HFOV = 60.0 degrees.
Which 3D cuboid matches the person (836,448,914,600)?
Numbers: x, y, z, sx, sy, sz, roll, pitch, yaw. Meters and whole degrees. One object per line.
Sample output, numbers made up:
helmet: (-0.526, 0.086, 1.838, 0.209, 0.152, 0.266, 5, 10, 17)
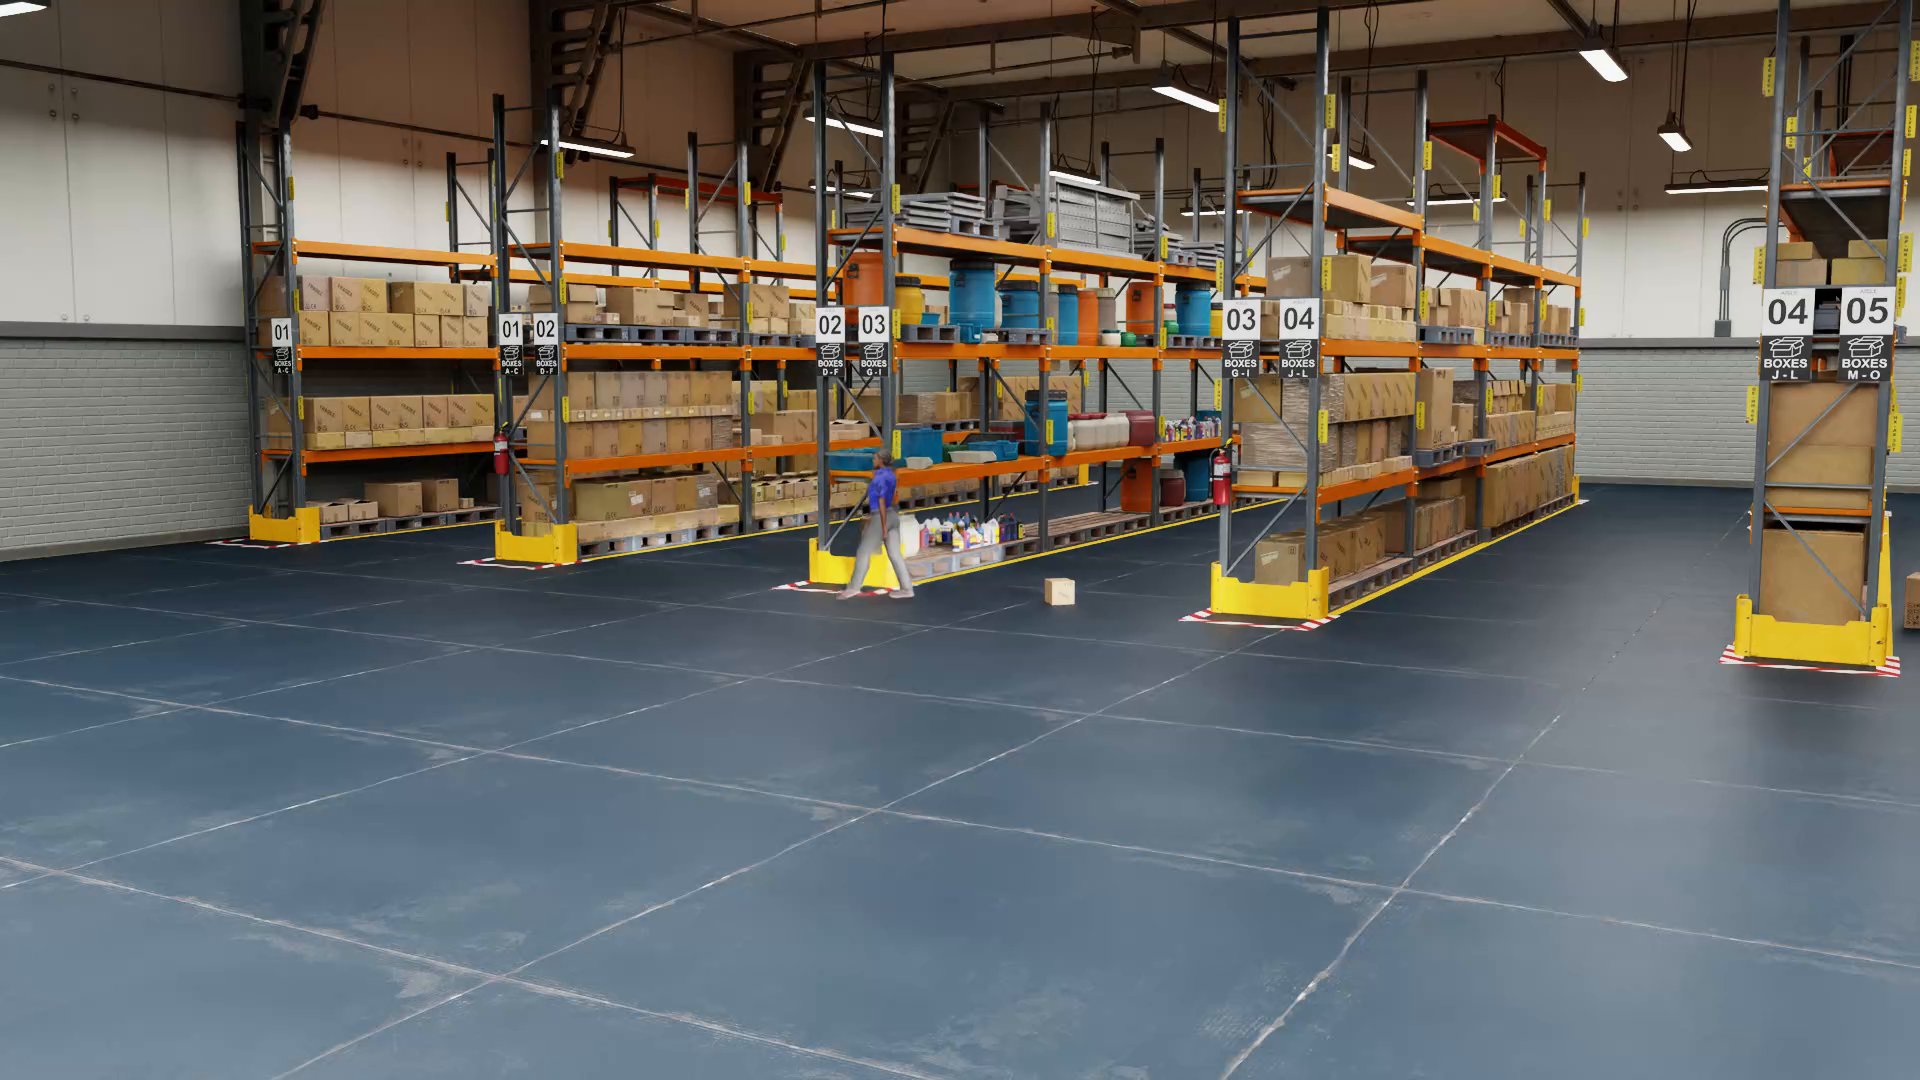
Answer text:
person: (-0.911, -0.167, 18.002, 0.855, 1.656, 0.457, 3, 7, 24)
